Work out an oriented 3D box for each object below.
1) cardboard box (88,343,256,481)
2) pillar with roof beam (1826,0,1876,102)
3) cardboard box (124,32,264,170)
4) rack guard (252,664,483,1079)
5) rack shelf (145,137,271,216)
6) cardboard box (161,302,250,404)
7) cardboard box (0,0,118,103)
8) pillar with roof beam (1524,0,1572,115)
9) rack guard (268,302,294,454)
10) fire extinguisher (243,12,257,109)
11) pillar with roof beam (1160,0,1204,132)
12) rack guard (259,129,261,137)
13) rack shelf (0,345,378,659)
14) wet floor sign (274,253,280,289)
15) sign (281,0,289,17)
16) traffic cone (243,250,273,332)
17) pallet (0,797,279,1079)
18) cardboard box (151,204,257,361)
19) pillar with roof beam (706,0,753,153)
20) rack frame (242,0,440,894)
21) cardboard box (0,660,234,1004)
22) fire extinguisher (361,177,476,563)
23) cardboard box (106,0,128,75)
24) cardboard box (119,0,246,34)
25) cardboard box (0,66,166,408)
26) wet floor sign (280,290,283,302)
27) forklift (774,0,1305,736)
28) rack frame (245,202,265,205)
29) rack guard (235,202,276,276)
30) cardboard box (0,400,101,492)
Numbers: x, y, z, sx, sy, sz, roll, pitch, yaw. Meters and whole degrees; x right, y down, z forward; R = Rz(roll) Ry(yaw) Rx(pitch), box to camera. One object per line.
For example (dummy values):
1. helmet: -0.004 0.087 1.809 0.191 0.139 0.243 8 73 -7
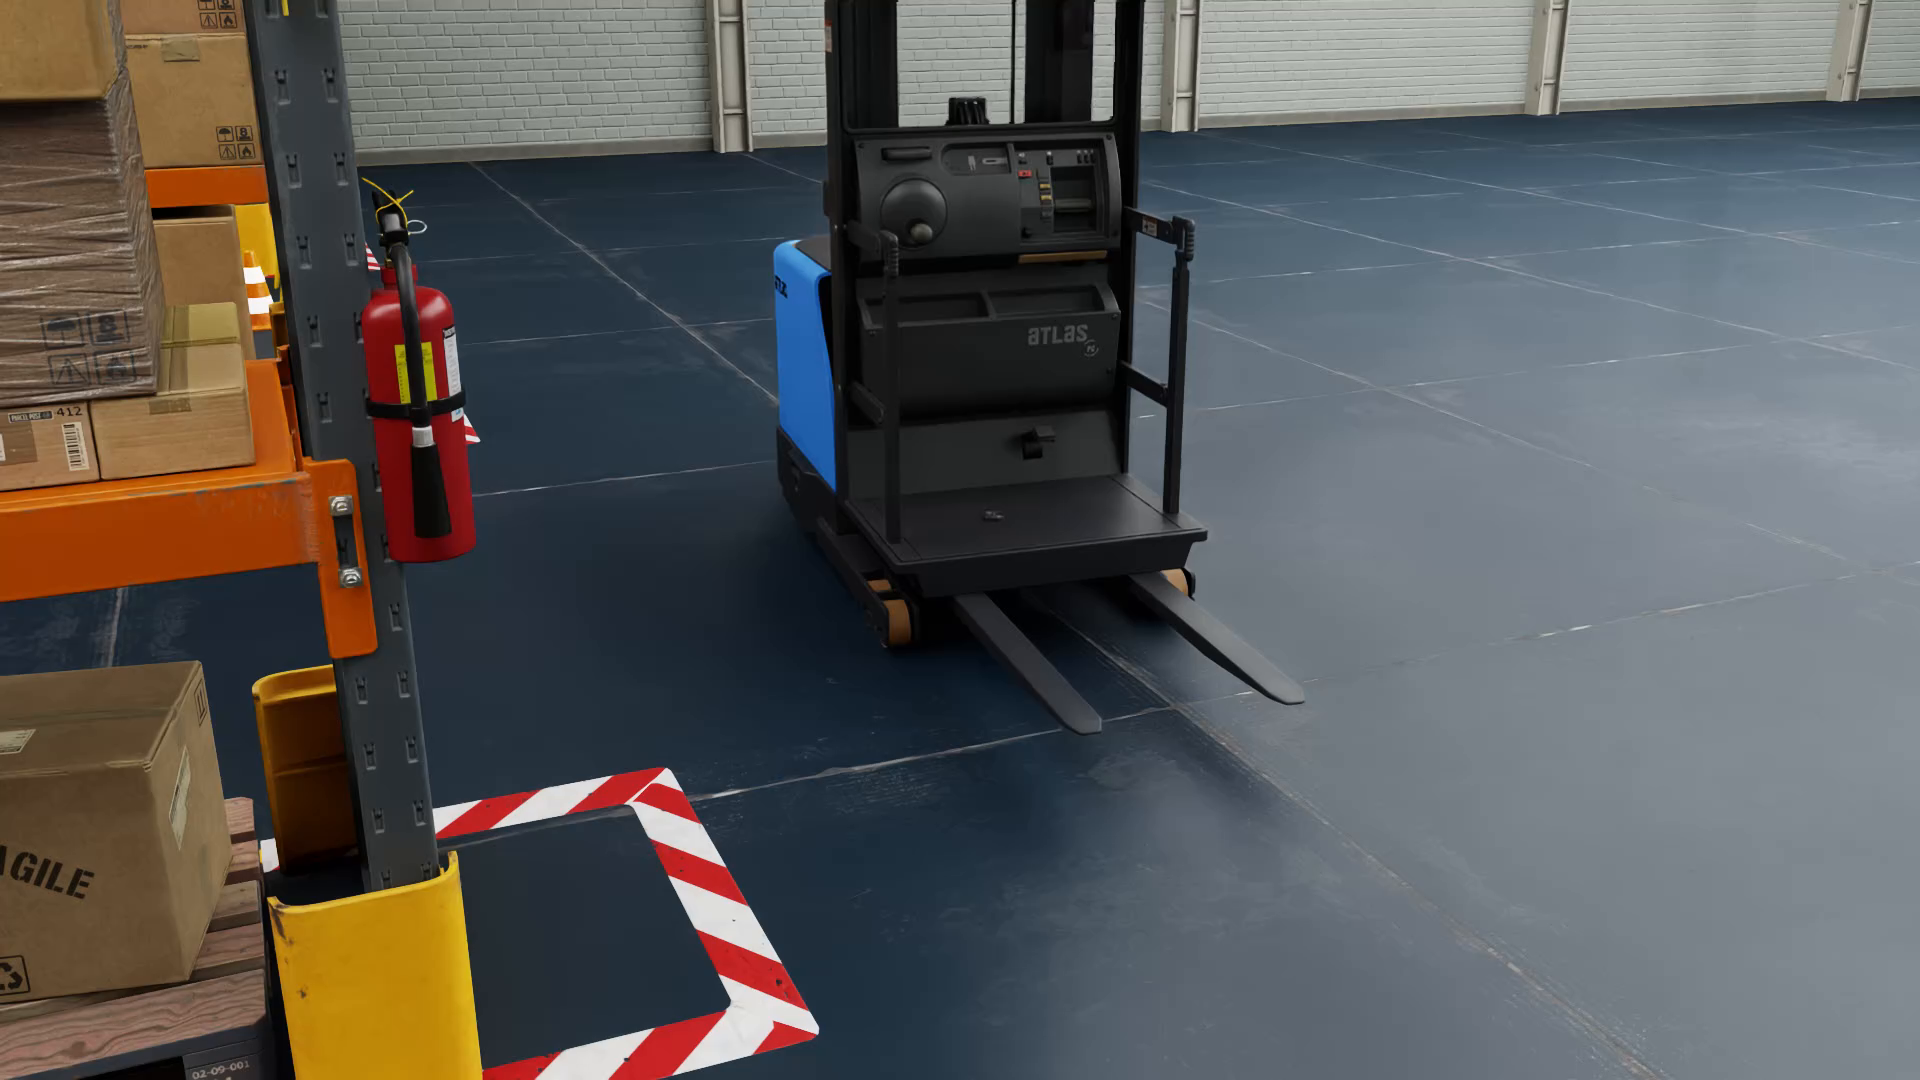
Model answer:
1. cardboard box: -1.452 -0.244 3.077 0.250 0.149 0.380 -8 21 -22
2. pillar with roof beam: 15.579 -9.855 20.963 0.400 9.000 9.100 -8 21 -22
3. cardboard box: -3.467 -1.997 7.451 0.550 0.550 0.875 -8 21 -22
4. rack guard: -1.342 0.726 3.707 0.348 0.500 1.175 -8 21 -22
5. rack shelf: -4.980 -1.386 7.026 4.000 0.370 1.077 -8 21 -22
6. cardboard box: -1.628 -0.380 3.462 0.250 0.149 0.380 -8 21 -22
7. cardboard box: -1.679 -0.974 2.668 0.500 0.500 0.500 -8 21 -22
8. pillar with roof beam: 10.070 -9.066 18.721 0.400 9.000 9.100 -8 21 -22
9. rack guard: -3.122 -0.813 8.078 0.348 0.500 1.175 -8 21 -22
10. fire extinguisher: -4.910 -3.323 11.560 0.183 0.674 0.296 -8 21 -22
11. pillar with roof beam: 4.560 -8.277 16.480 0.400 9.000 9.100 -8 21 -22
12. rack guard: -7.145 -3.822 16.625 0.348 0.500 1.175 -8 21 -22
13. rack shelf: -3.108 0.140 2.692 4.000 0.370 1.077 -8 21 -22
14. wet floor sign: -4.599 -2.073 11.438 0.232 0.644 0.267 -1 19 -3
15. sign: -1.071 -0.986 2.587 0.005 0.325 0.100 -8 21 -22
16. traffic cone: -4.329 -1.545 10.212 0.334 0.463 0.336 -8 21 -22
17. pallet: -2.102 0.959 3.482 1.213 0.211 1.003 -8 21 -22
18. cardboard box: -3.740 -1.075 7.626 0.875 0.875 0.875 -8 21 -22
19. pillar with roof beam: -0.949 -7.488 14.238 0.400 9.000 9.100 -8 21 -22
20. rack frame: -1.272 -0.463 3.320 0.127 3.000 1.000 -8 21 -22
21. cardboard box: -1.852 0.595 3.447 0.500 0.500 0.500 -4 20 -12
22. fire extinguisher: -0.984 -0.301 2.977 0.183 0.674 0.296 -8 21 -22
23. cardboard box: -1.885 -1.133 3.119 0.500 0.500 0.500 -8 21 -22
24. cardboard box: -3.500 -2.532 7.344 0.550 0.550 0.875 -8 21 -22
25. cardboard box: -1.788 -0.586 3.072 0.500 0.500 0.875 -8 21 -22
26. wet floor sign: -3.902 -1.486 9.770 0.232 0.644 0.267 -12 23 -31
27. forklift: 0.170 -1.172 5.437 1.130 2.935 3.031 -6 20 -17
28. rack frame: -5.197 -3.485 11.903 0.127 3.000 1.000 -8 21 -22
29. rack guard: -5.267 -2.296 12.290 0.348 0.500 1.175 -8 21 -22
30. cardboard box: -1.682 -0.211 2.984 0.250 0.149 0.380 -8 21 -22
